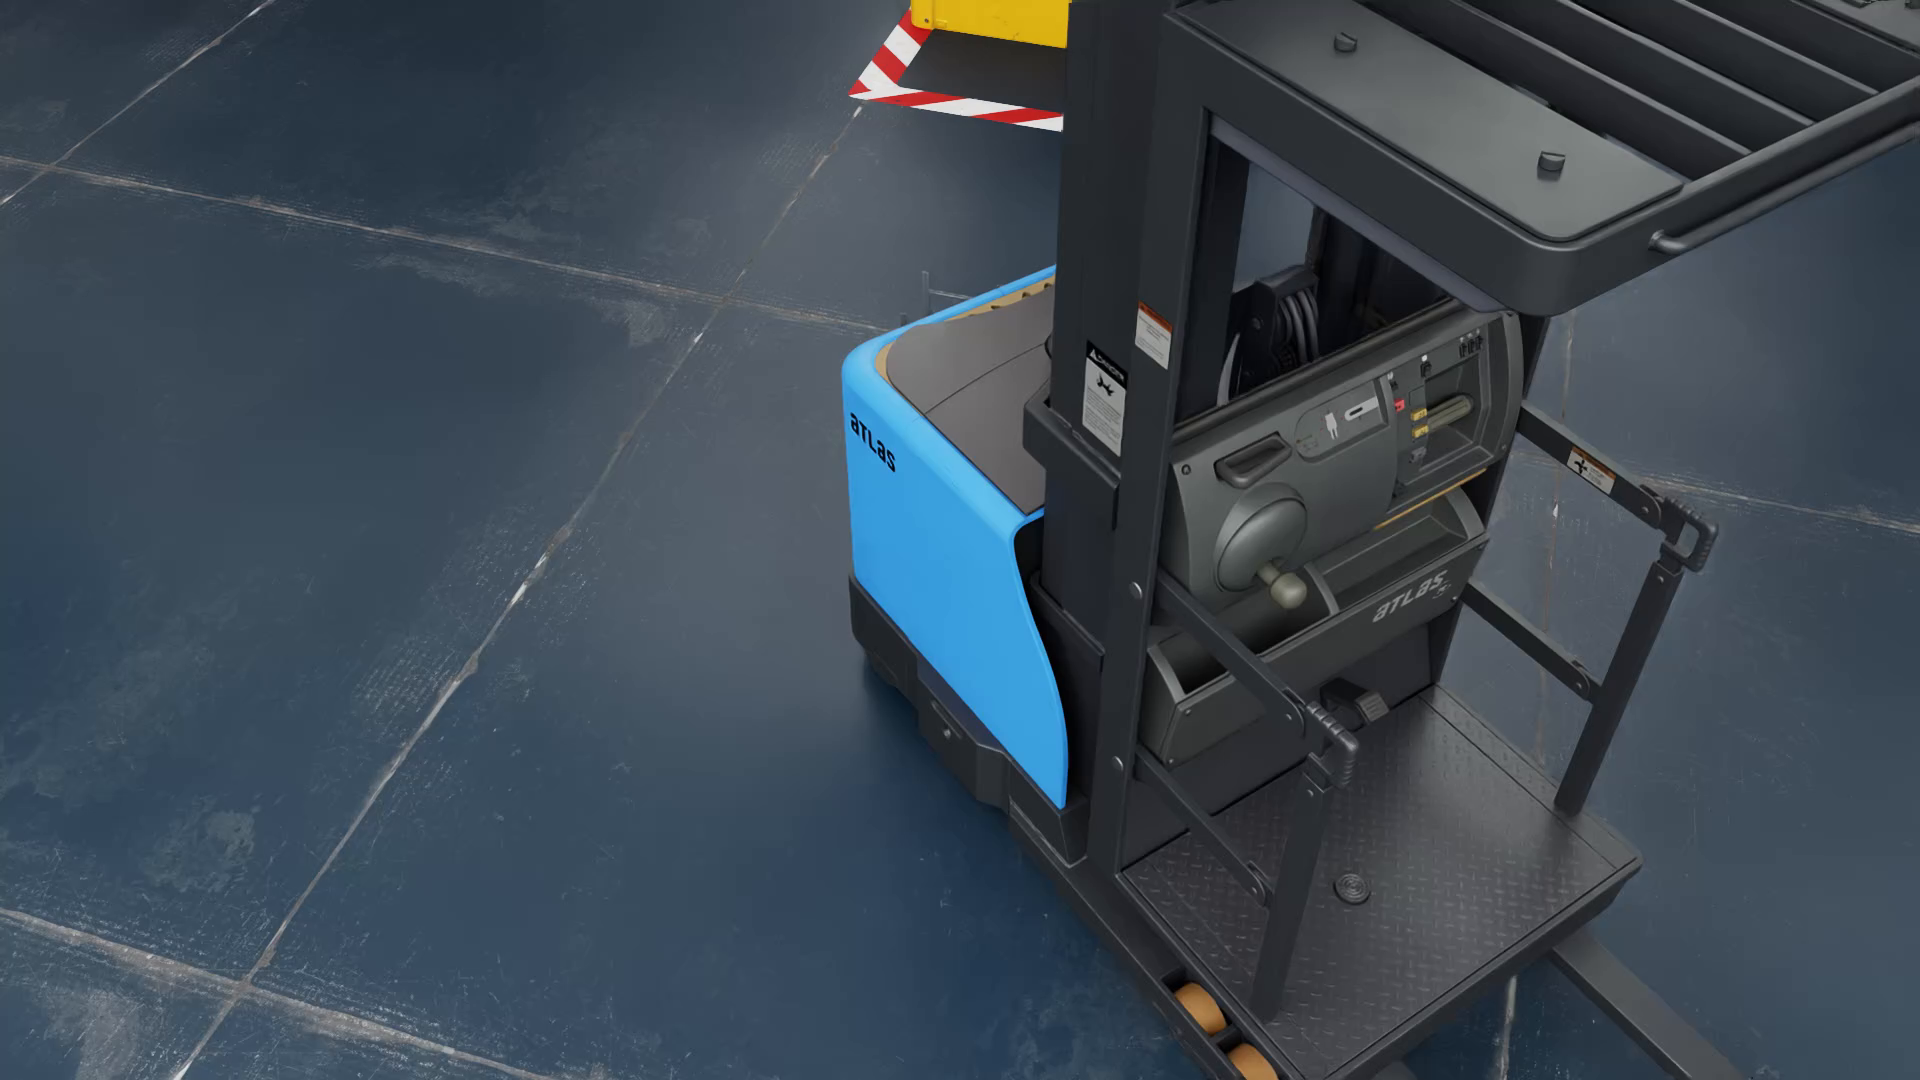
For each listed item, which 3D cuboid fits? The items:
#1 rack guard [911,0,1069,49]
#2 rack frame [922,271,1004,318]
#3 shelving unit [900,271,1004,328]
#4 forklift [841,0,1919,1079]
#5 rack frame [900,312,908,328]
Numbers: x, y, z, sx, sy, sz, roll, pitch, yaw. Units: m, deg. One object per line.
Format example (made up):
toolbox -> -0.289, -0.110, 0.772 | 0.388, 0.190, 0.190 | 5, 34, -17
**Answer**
rack guard -> 0.365, -2.543, 7.492 | 1.175, 0.500, 0.348 | 13, 46, 13
rack frame -> 0.008, -0.420, 5.035 | 0.240, 0.900, 0.006 | 12, 46, 12
shelving unit -> -0.022, -0.352, 4.966 | 0.258, 0.900, 0.210 | 12, 46, 12
forklift -> 0.925, -0.095, 3.251 | 1.130, 2.935, 3.031 | -25, 50, -24
rack frame -> -0.051, -0.284, 4.896 | 0.240, 0.900, 0.006 | 12, 46, 12
